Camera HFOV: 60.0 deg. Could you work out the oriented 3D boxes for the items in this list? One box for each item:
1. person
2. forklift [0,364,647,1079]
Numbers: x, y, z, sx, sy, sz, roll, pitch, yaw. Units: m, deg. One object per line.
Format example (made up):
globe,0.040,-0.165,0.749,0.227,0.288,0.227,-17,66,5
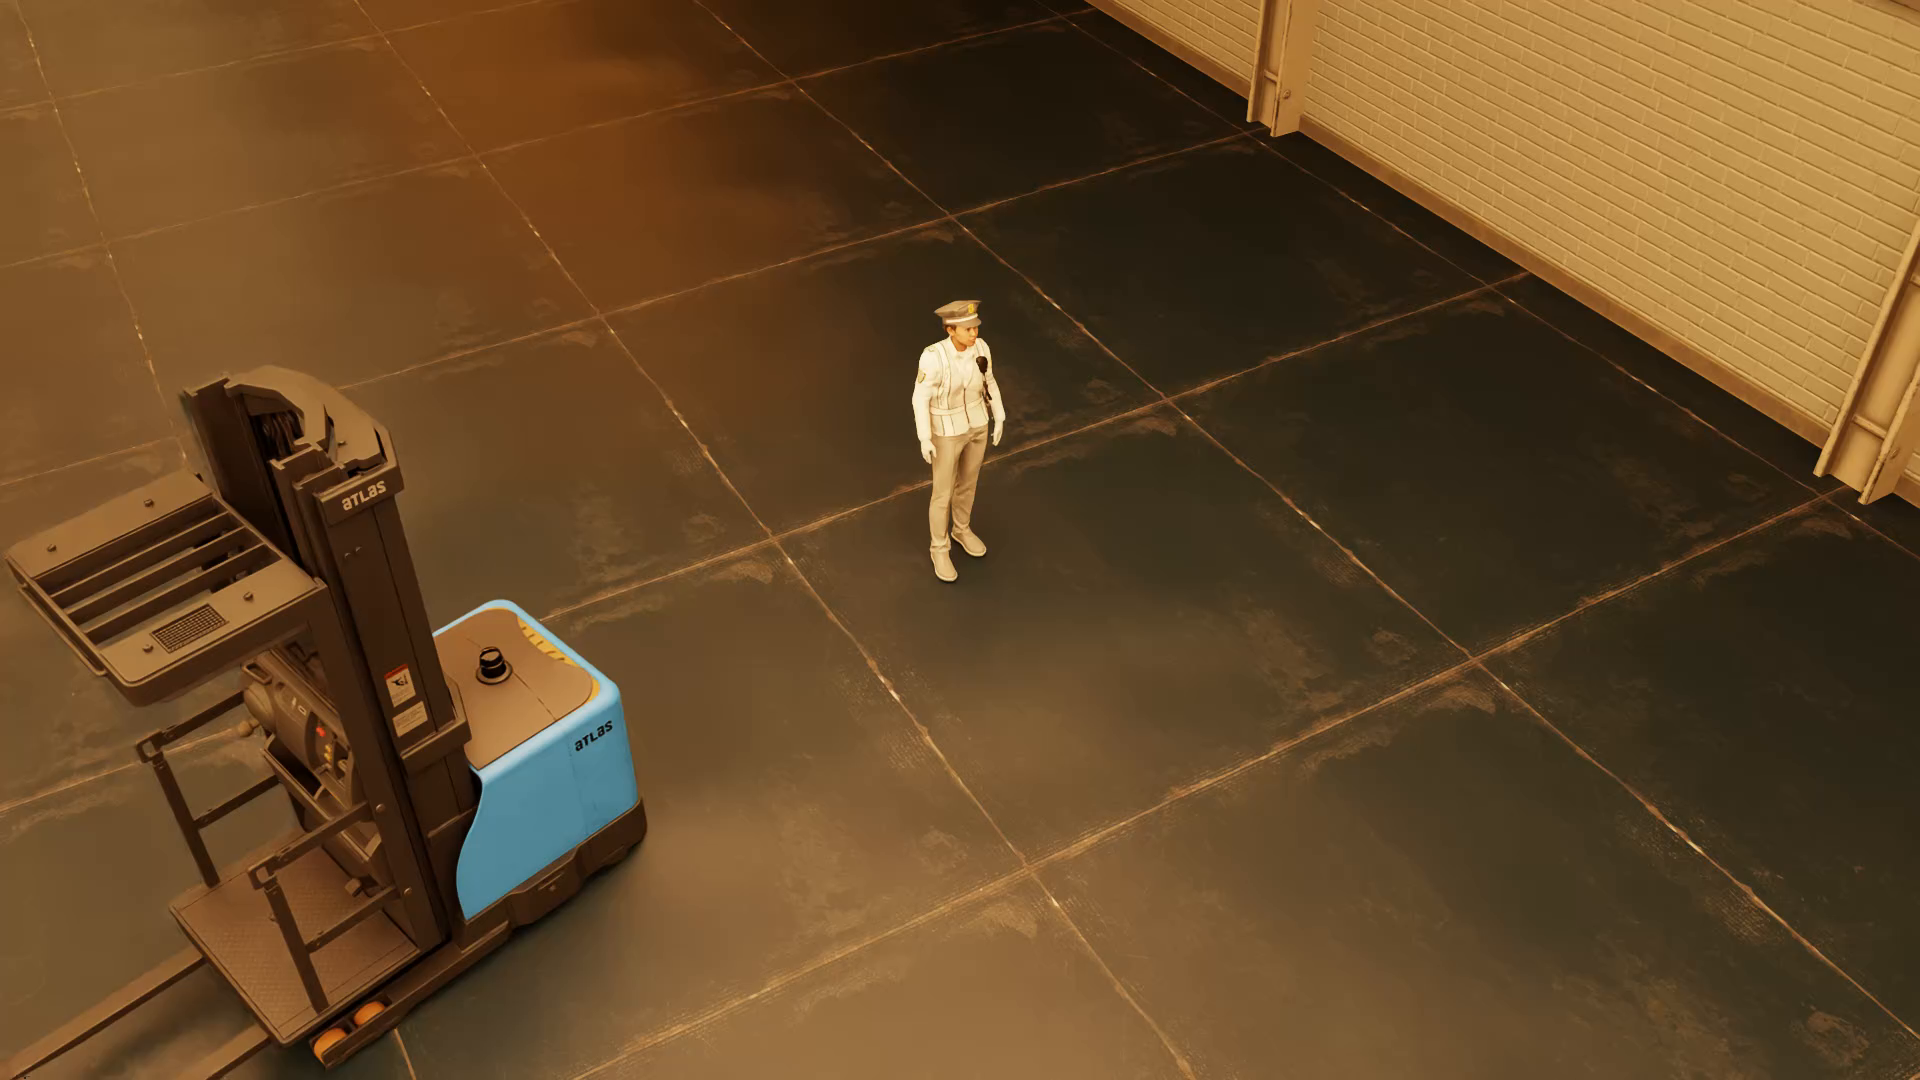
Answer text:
person,0.029,-0.617,9.738,0.586,1.694,0.530,-20,44,-23
forklift,-2.972,0.861,6.998,1.130,2.935,3.031,32,49,32
